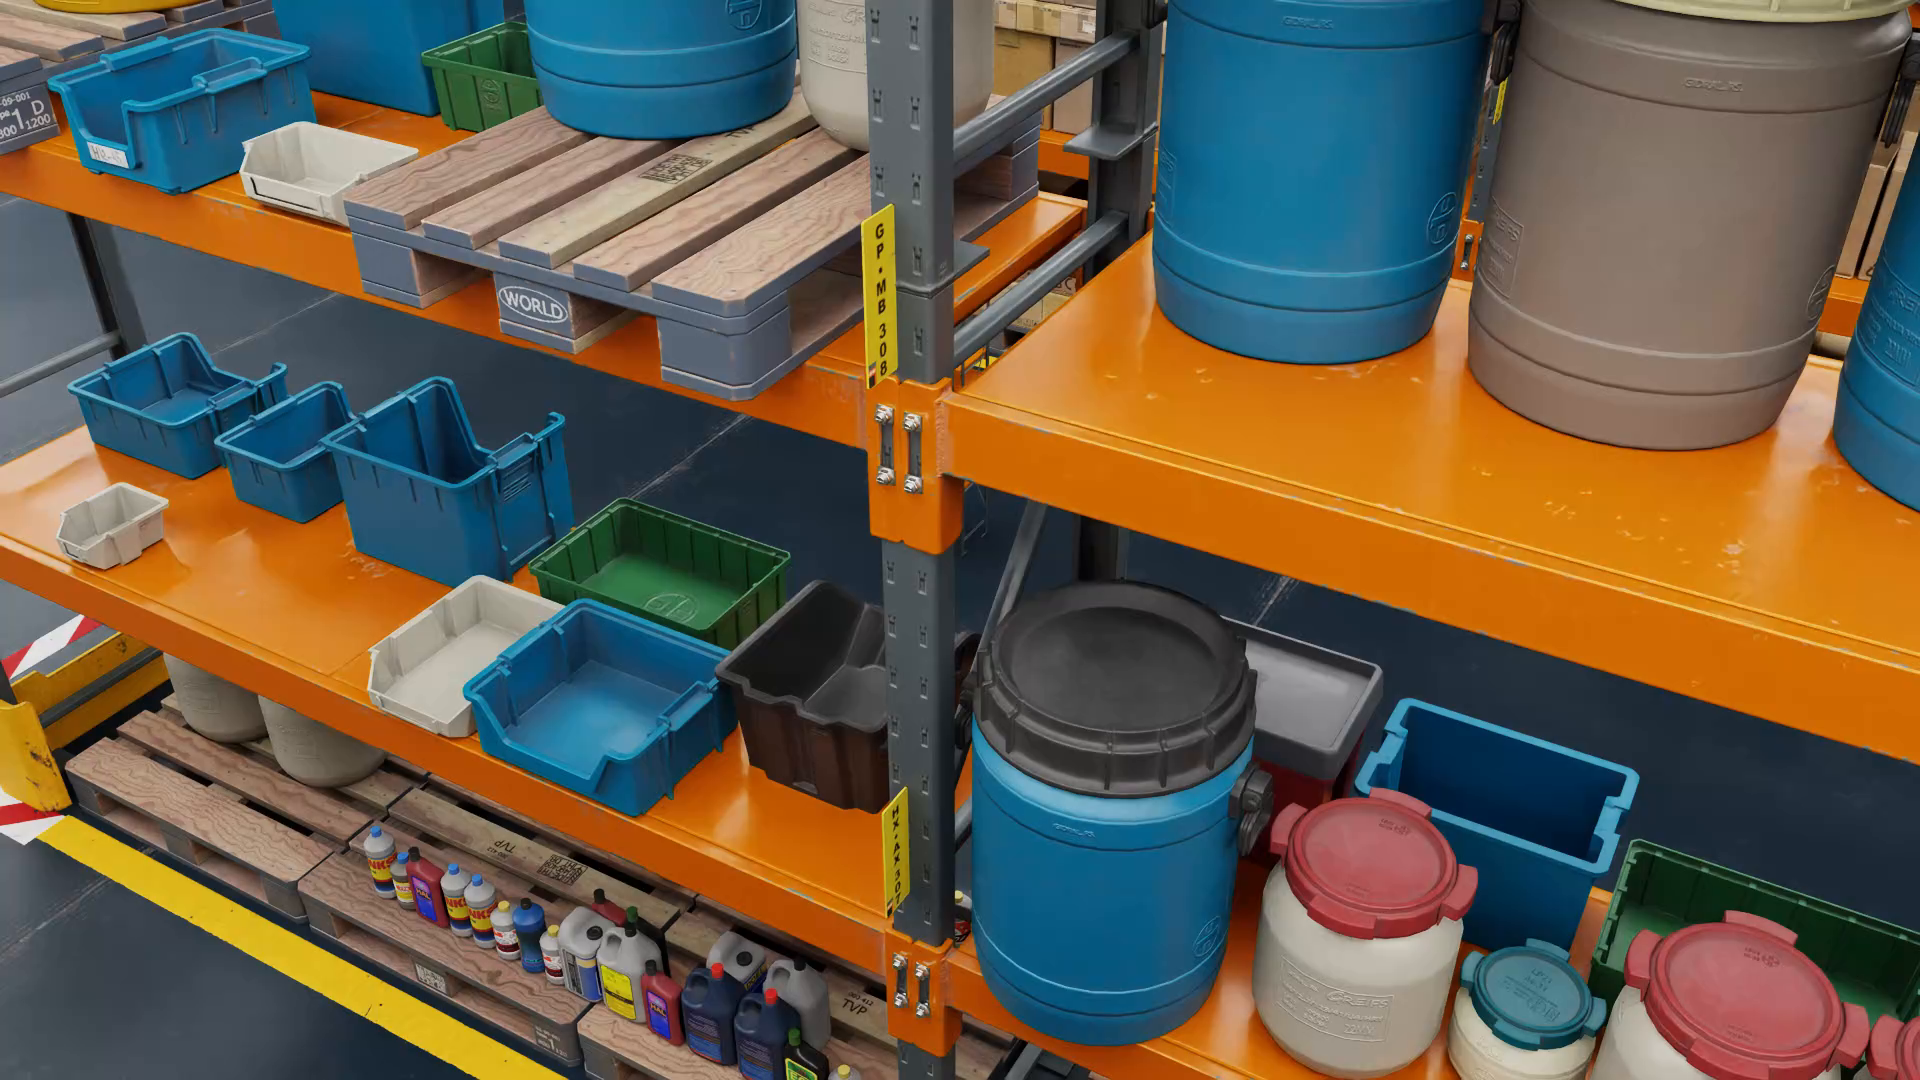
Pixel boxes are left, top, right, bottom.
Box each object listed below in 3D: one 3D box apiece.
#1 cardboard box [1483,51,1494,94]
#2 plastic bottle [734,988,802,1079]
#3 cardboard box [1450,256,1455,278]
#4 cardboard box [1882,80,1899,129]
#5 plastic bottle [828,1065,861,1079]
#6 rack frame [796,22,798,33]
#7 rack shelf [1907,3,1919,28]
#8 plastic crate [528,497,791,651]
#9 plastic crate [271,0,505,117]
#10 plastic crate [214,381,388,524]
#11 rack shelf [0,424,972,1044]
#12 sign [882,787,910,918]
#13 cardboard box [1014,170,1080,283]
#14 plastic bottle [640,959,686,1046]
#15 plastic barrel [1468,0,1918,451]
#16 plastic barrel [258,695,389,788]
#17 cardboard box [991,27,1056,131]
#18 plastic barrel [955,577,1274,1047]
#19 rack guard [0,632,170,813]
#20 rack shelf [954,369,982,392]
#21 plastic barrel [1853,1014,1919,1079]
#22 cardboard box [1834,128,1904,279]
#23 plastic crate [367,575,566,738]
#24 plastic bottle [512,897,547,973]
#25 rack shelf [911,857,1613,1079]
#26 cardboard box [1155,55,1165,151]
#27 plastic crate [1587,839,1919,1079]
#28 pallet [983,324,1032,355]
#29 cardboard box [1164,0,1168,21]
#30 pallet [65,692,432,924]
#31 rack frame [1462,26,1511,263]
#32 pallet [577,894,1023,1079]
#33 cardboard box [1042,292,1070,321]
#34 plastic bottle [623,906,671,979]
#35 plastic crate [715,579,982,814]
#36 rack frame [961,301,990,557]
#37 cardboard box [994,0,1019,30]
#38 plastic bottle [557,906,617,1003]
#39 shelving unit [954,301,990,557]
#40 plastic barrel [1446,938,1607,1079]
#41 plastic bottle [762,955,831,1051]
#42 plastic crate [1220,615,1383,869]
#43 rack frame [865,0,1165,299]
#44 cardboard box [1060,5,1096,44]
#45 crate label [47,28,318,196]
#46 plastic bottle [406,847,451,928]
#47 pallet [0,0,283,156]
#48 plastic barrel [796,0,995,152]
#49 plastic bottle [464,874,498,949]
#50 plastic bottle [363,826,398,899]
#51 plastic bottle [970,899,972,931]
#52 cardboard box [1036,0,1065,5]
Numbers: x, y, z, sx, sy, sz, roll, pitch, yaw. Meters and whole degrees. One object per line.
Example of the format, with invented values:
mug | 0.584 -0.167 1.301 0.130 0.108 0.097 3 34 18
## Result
cardboard box | 2.258 -2.108 7.534 0.250 0.149 0.380 18 37 24
plastic bottle | -0.562 1.439 4.876 0.185 0.351 0.144 17 37 23
cardboard box | 2.353 -1.445 8.639 0.500 0.500 0.500 18 37 24
cardboard box | 6.176 -3.040 11.467 0.500 0.500 0.700 17 37 23
plastic bottle | -0.330 1.590 4.784 0.097 0.201 0.097 0 34 0
rack frame | -0.872 -2.925 9.436 0.127 3.000 1.000 18 37 24
rack shelf | 6.792 -3.360 10.739 4.000 0.370 1.077 18 37 24
plastic crate | -0.899 0.137 5.029 0.662 0.188 0.450 18 37 24
plastic crate | -1.528 -1.404 4.461 0.575 0.384 0.392 18 37 24
plastic crate | -2.189 -0.305 5.636 0.408 0.251 0.499 18 37 24
rack shelf | -1.597 0.307 5.231 4.000 0.370 1.077 18 37 24
sign | -0.143 0.705 3.736 0.005 0.325 0.100 18 37 24
cardboard box | 0.359 -1.745 9.089 0.500 0.500 0.500 18 37 24
plastic bottle | -0.891 1.390 5.011 0.133 0.283 0.061 20 39 27
plastic barrel | 1.257 -0.684 2.912 0.600 0.901 0.600 0 34 0
plastic barrel | -2.289 0.601 6.007 0.421 0.512 0.421 0 34 0
cardboard box | 0.413 -2.550 8.783 0.500 0.500 0.700 18 38 25
plastic barrel | 0.325 0.601 3.688 0.708 0.901 0.600 18 37 24
rack guard | -3.244 0.497 6.553 0.348 0.500 1.175 18 37 24
rack shelf | -0.013 -0.666 7.315 0.180 0.103 0.258 18 37 24
plastic barrel | 1.874 1.191 3.133 0.433 0.535 0.433 0 34 0
cardboard box | 3.717 -1.502 7.210 0.500 0.500 0.500 20 39 28
plastic crate | -1.396 0.343 4.766 0.437 0.136 0.530 18 37 24
plastic bottle | -1.353 1.237 5.251 0.097 0.271 0.097 0 34 0
rack shelf | 1.876 1.407 3.579 4.000 0.370 1.077 18 37 24
cardboard box | 1.317 -2.267 8.358 0.500 0.500 0.700 18 38 25
plastic crate | 1.792 0.989 3.749 0.662 0.188 0.450 18 37 24
pallet | 0.868 -1.238 9.418 1.213 0.211 1.003 18 37 24
cardboard box | 1.338 -2.802 7.990 0.500 0.500 0.700 18 37 24
pallet | -2.541 0.843 6.294 1.213 0.211 1.003 18 37 24
rack frame | 2.601 -1.825 7.784 0.127 3.000 1.000 18 37 24
pallet | -0.423 1.514 5.286 1.213 0.211 1.003 18 37 24
cardboard box | 0.785 -1.287 9.079 0.500 0.250 0.500 18 37 24
plastic bottle | -0.981 1.269 5.192 0.133 0.283 0.061 18 37 24
plastic crate | -0.252 0.379 4.531 0.504 0.338 0.767 18 37 24
rack frame | 0.067 -0.478 7.386 0.006 1.200 0.240 18 37 24
cardboard box | 0.259 -2.742 8.485 0.250 0.149 0.380 16 37 23
plastic bottle | -1.149 1.282 5.179 0.135 0.276 0.152 18 38 25
shelving unit | -0.013 -0.503 7.423 0.189 1.200 0.258 18 37 24
plastic barrel | 1.213 1.053 3.587 0.301 0.262 0.301 0 34 0
plastic bottle | -0.491 1.370 4.980 0.185 0.351 0.144 18 37 24
plastic crate | 0.712 0.517 4.209 0.583 0.464 0.402 18 37 24
rack frame | 0.140 -1.939 2.543 0.127 3.000 1.000 18 37 24
cardboard box | 0.696 -2.602 8.275 0.250 0.149 0.380 18 38 25
crate label | -1.872 -1.055 4.056 0.408 0.251 0.502 18 37 24
plastic bottle | -1.726 1.125 5.408 0.133 0.283 0.061 18 38 25
pallet | -2.663 -1.437 4.666 1.213 0.211 1.003 18 37 24
plastic barrel | -0.137 -1.125 3.547 0.421 0.512 0.421 0 34 0
plastic bottle | -1.529 1.181 5.335 0.097 0.271 0.097 0 34 0
plastic bottle | -1.914 1.059 5.518 0.097 0.271 0.097 0 34 0
plastic bottle | 0.080 1.212 5.288 0.097 0.271 0.097 0 34 0
cardboard box | 0.470 -3.077 8.404 0.500 0.500 0.700 18 38 25
